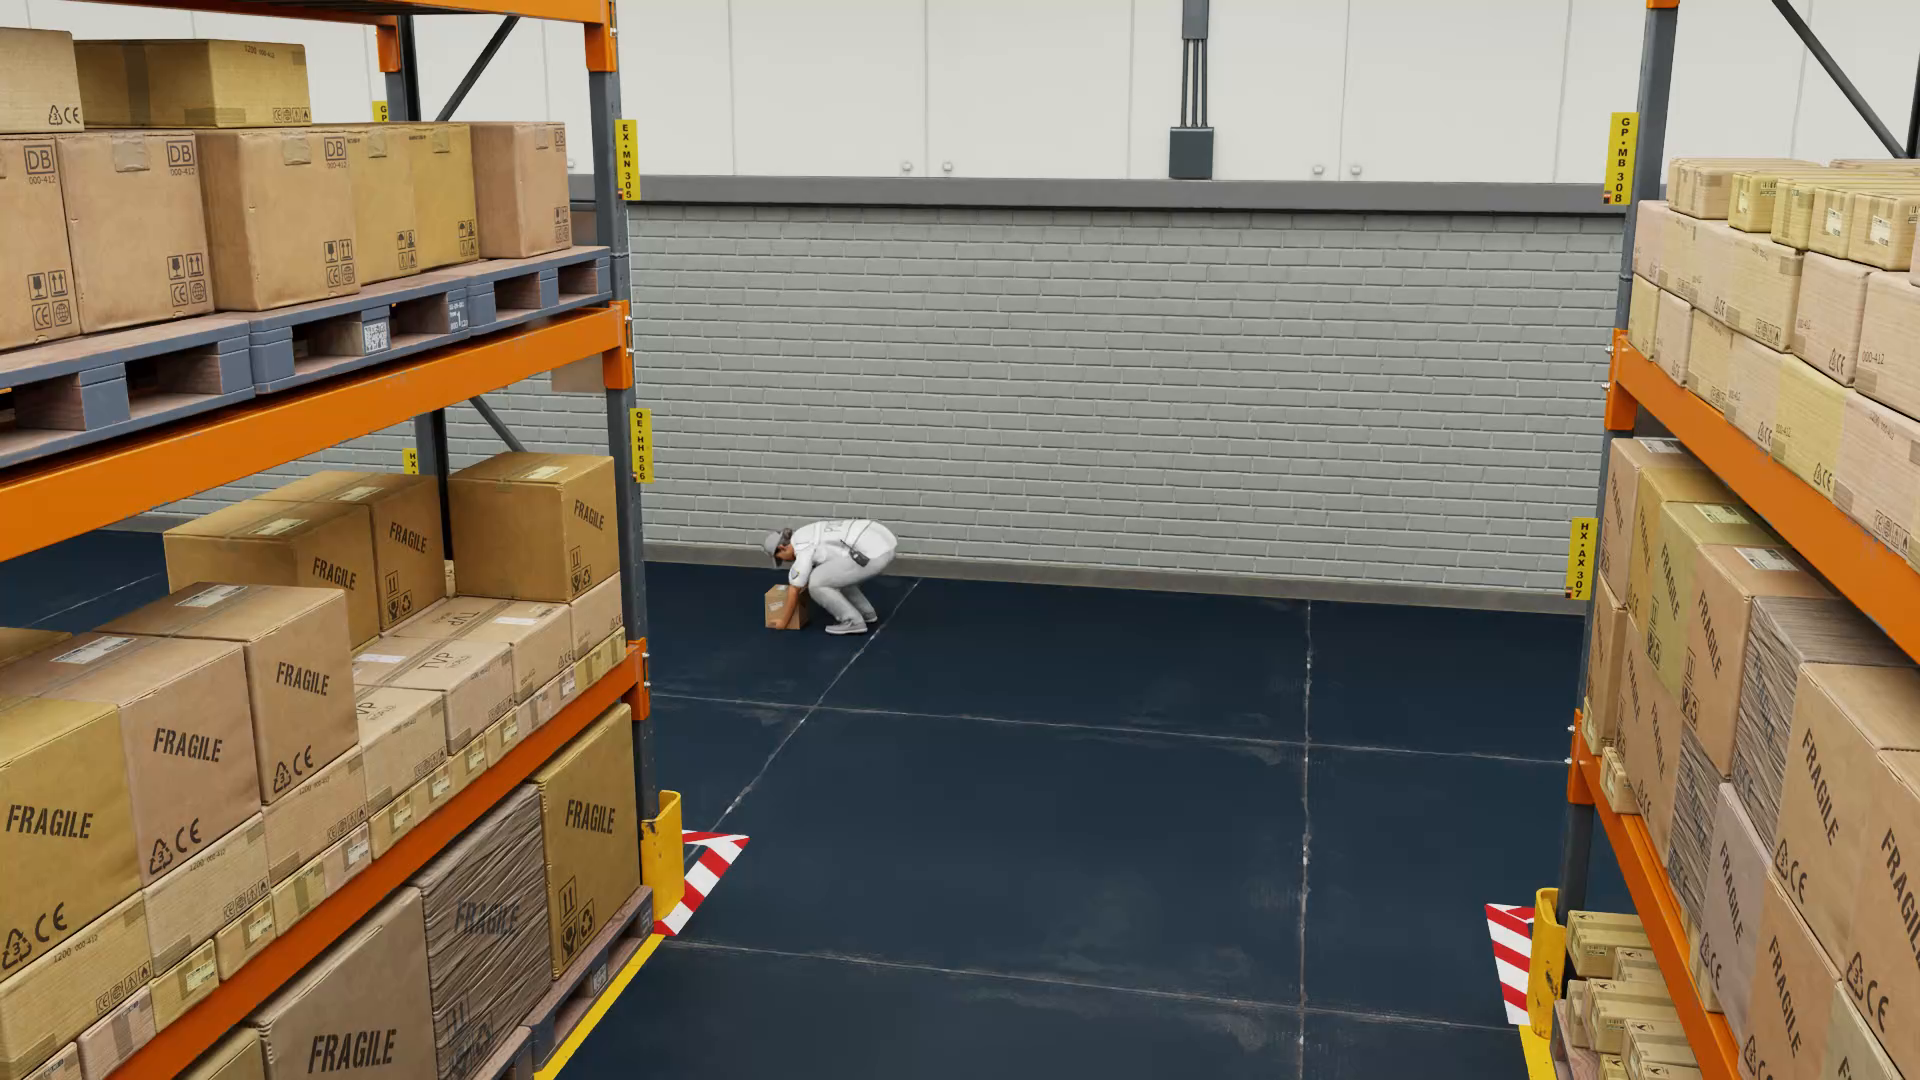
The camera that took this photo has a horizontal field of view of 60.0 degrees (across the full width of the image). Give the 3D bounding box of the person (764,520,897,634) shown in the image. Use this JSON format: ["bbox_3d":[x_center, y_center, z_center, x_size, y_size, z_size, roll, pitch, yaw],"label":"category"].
[{"bbox_3d":[-0.935,0.250,11.826,0.921,0.797,0.514,3,15,9],"label":"person"}]
